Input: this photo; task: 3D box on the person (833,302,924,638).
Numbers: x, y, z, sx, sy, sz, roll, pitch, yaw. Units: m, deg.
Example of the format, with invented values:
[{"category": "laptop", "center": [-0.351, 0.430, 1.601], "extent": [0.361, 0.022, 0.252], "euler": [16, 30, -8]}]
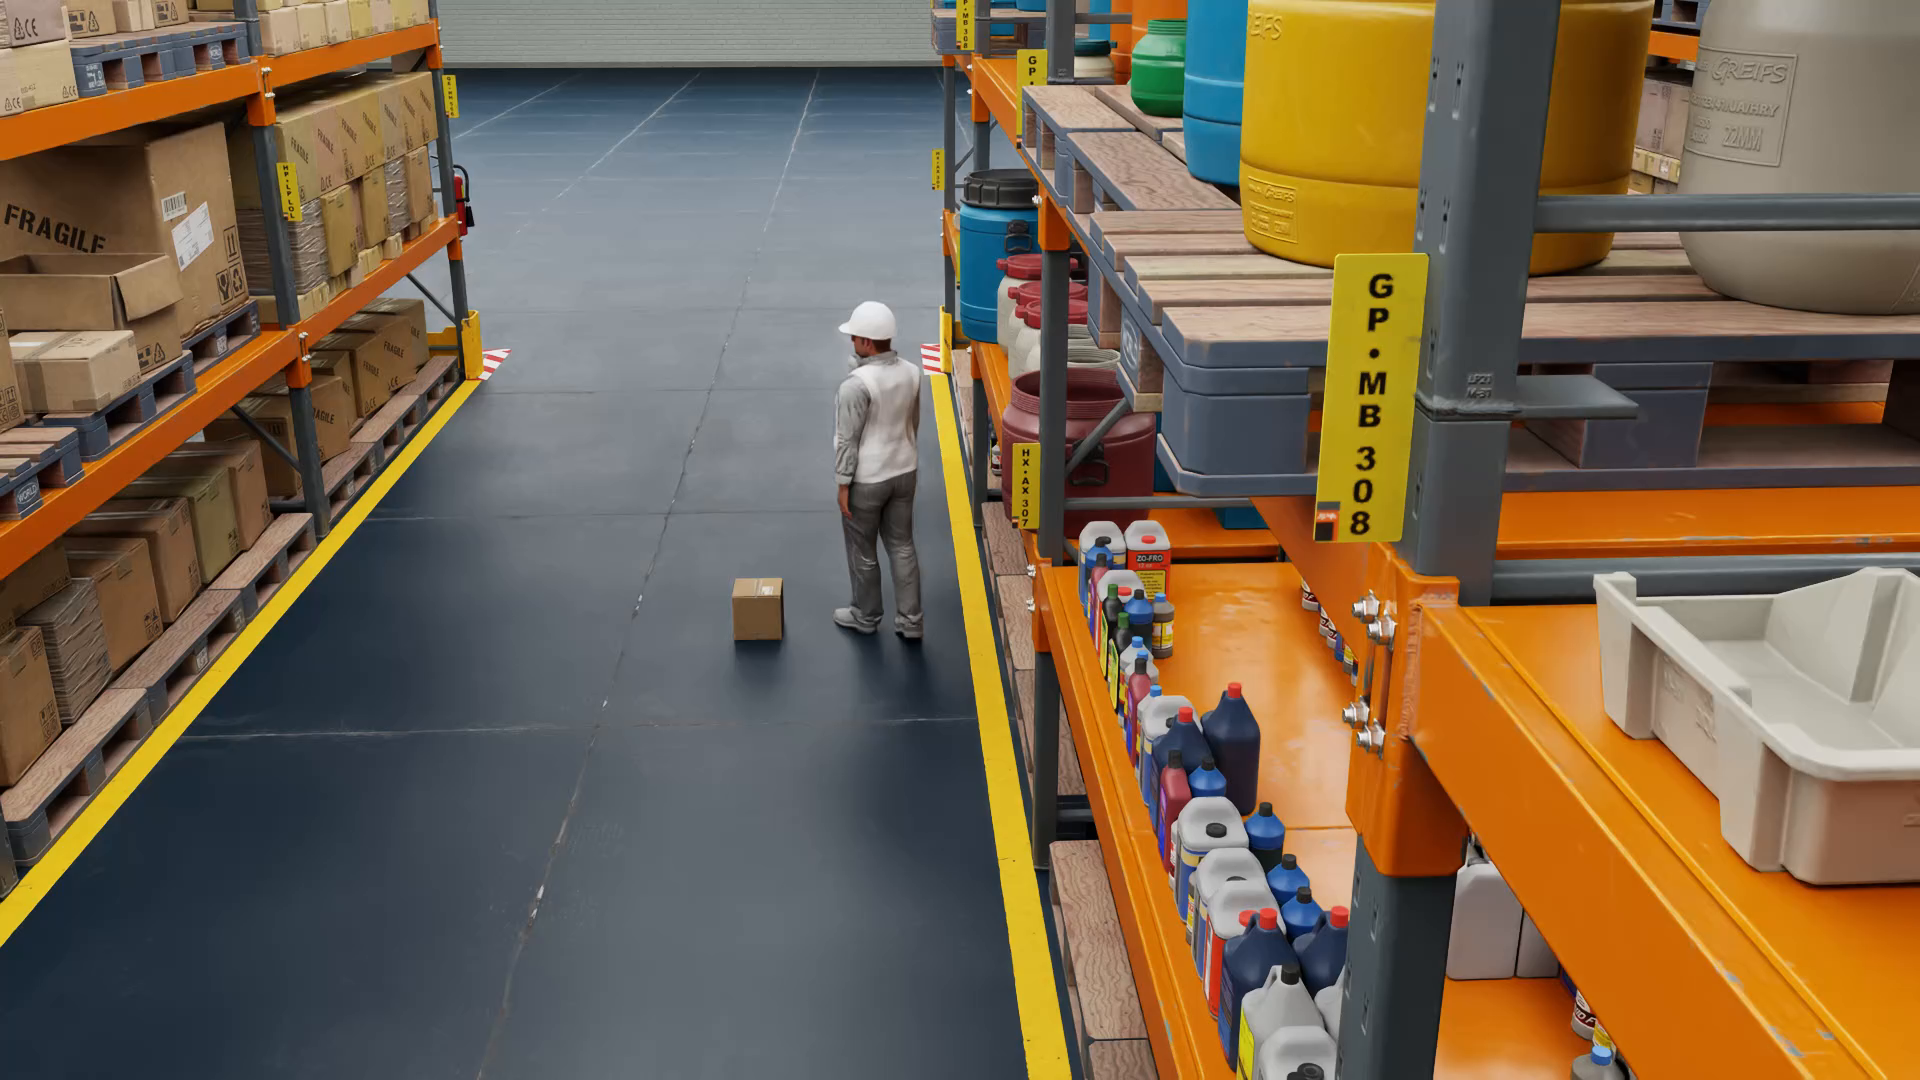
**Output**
[{"category": "person", "center": [-0.458, -0.343, 8.451], "extent": [0.563, 1.774, 0.584], "euler": [-19, 27, -41]}]
